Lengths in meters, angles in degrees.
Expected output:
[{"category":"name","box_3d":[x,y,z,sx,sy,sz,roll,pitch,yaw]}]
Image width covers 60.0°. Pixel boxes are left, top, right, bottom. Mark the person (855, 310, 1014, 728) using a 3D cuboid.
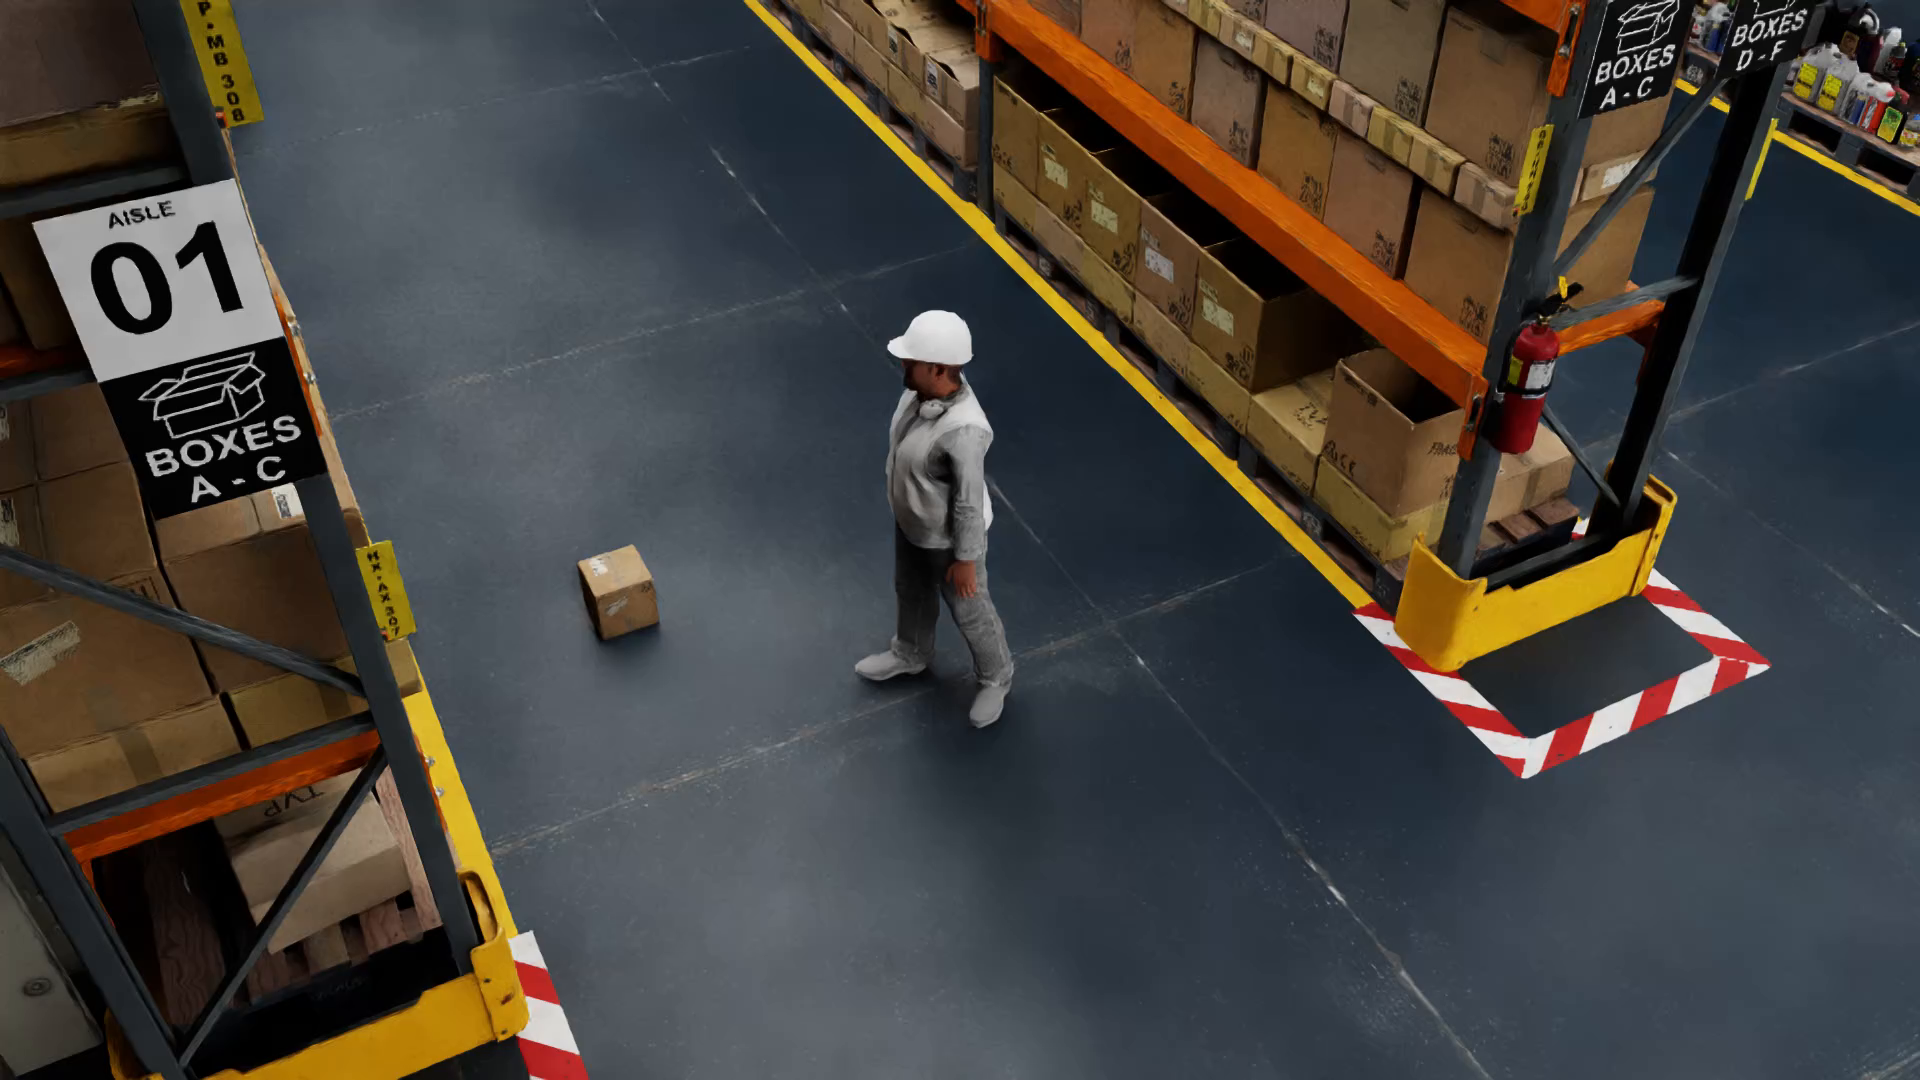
[{"category":"person","box_3d":[-0.114,-0.097,6.232,0.577,1.774,0.689,-15,43,-17]}]
